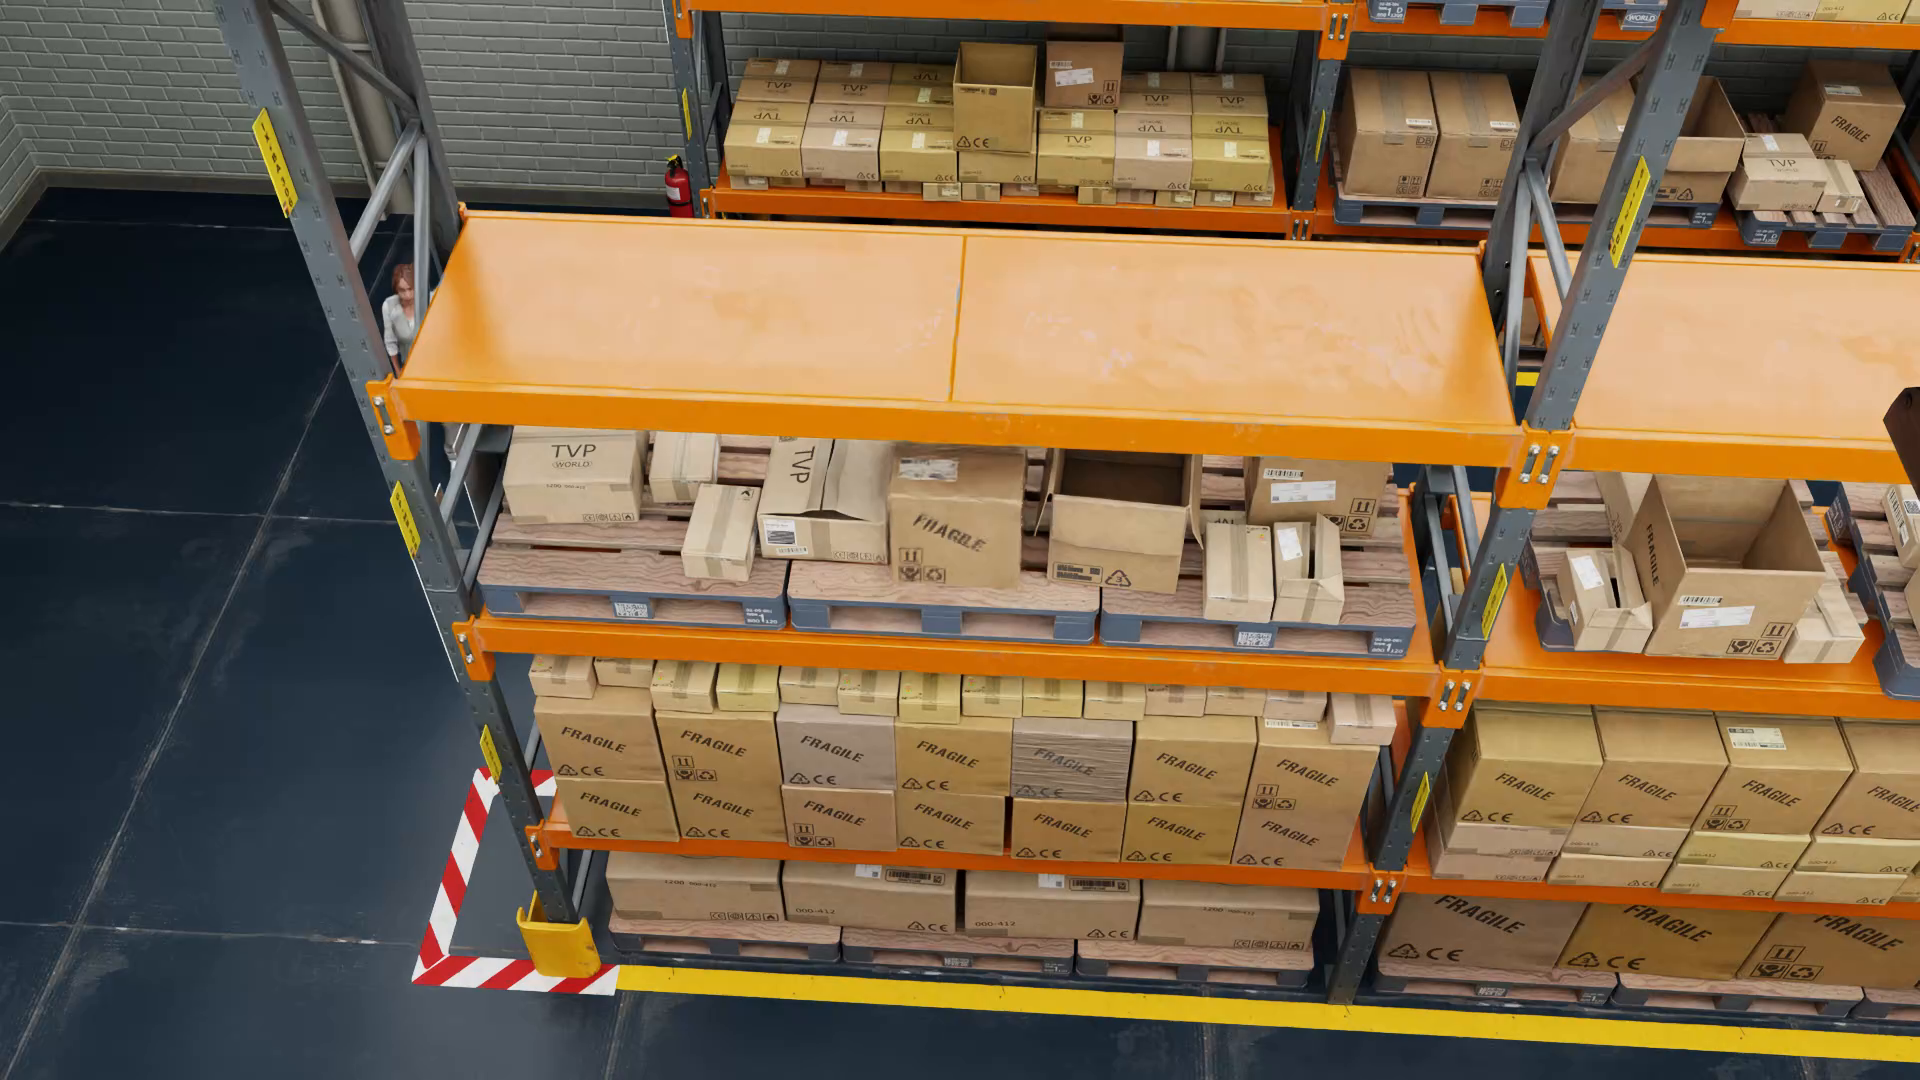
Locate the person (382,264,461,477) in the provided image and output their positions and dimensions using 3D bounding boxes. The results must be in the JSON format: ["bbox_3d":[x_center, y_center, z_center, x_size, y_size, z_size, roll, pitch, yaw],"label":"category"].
[{"bbox_3d":[-3.431,-1.183,10.739,0.416,1.562,0.819,-1,48,-1],"label":"person"}]
